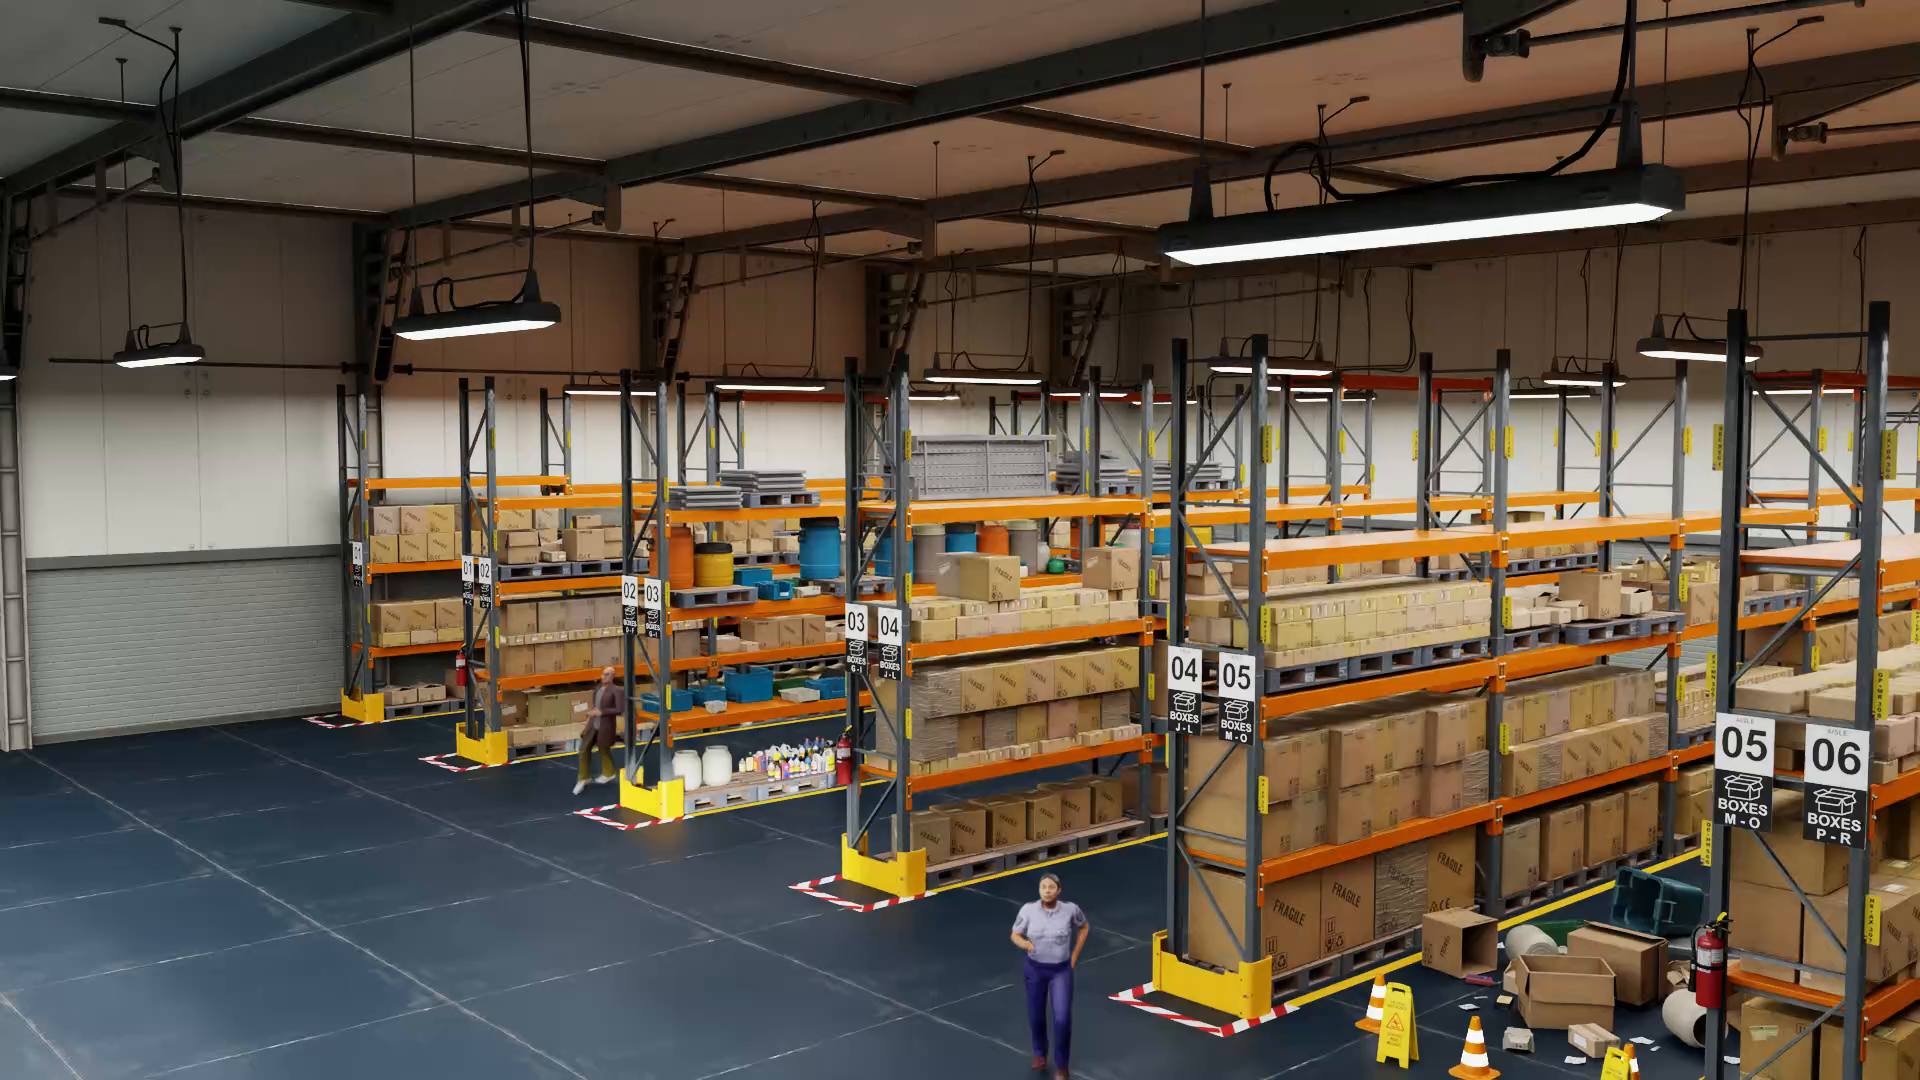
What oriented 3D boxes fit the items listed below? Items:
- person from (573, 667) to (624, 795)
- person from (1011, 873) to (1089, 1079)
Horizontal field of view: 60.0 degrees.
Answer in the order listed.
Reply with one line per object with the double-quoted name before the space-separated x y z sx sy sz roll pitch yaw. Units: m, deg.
"person" -5.114 2.755 23.872 0.689 1.697 0.868 2 4 23
"person" 0.701 3.492 13.214 0.605 1.696 0.641 1 4 10
